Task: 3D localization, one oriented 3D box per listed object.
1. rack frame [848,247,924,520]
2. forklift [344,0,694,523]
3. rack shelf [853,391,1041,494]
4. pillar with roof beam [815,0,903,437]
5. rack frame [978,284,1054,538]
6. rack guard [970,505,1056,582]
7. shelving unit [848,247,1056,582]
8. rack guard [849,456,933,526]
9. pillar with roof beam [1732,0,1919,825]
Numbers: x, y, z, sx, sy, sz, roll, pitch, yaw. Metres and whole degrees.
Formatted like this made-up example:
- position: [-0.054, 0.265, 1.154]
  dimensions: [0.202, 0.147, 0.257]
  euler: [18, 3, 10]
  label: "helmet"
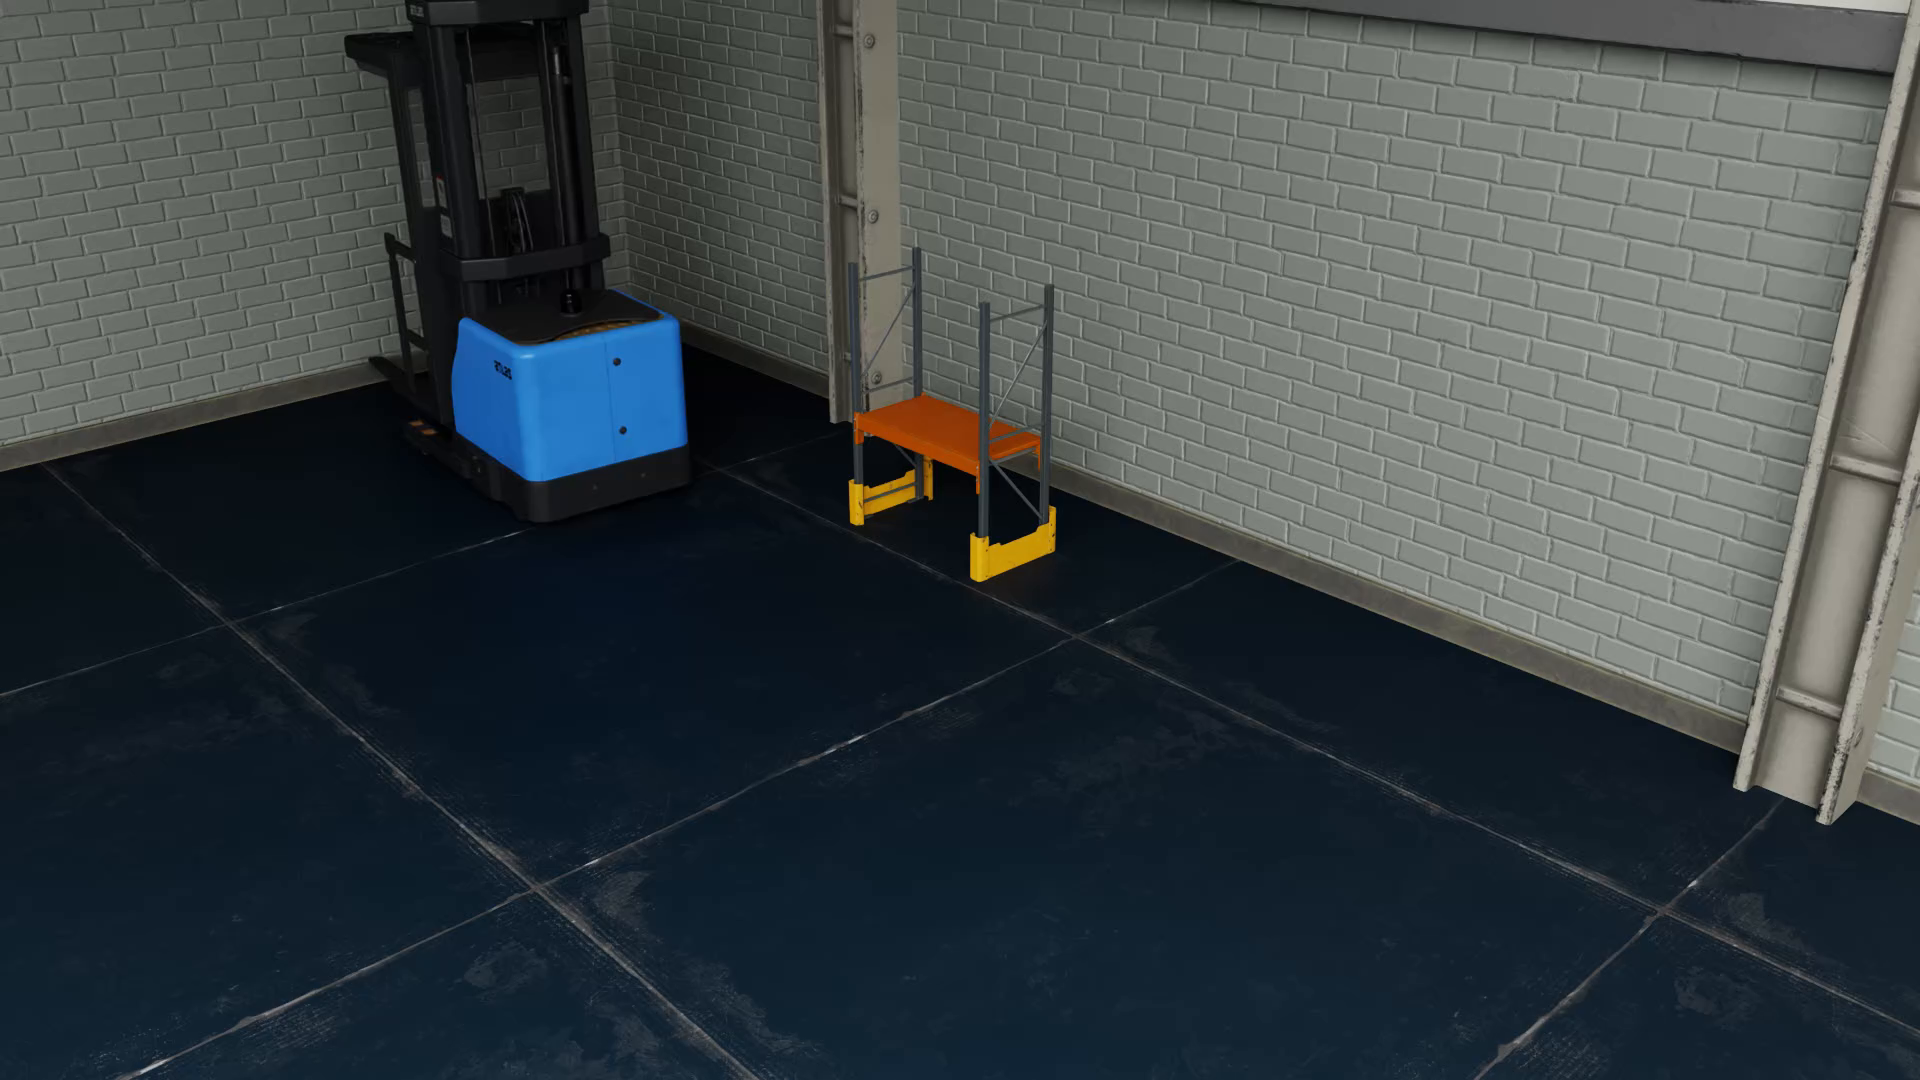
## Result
- position: [-0.406, -0.862, 9.333]
  dimensions: [0.500, 1.500, 0.032]
  euler: [-21, 32, -38]
  label: "rack frame"
- position: [-2.881, -1.976, 10.050]
  dimensions: [1.130, 2.935, 3.031]
  euler: [-18, 30, -34]
  label: "forklift"
- position: [-0.058, -0.545, 9.070]
  dimensions: [0.538, 0.185, 1.000]
  euler: [-21, 32, -38]
  label: "rack shelf"
- position: [-3.756, -3.639, 6.385]
  dimensions: [9.100, 9.000, 0.400]
  euler: [-21, 32, -38]
  label: "pillar with roof beam"
- position: [0.289, -0.554, 8.658]
  dimensions: [0.500, 1.500, 0.032]
  euler: [-21, 32, -38]
  label: "rack frame"
- position: [0.288, 0.014, 8.918]
  dimensions: [0.587, 0.250, 0.087]
  euler: [-21, 32, -38]
  label: "rack guard"
- position: [-0.052, -0.705, 8.989]
  dimensions: [0.587, 1.500, 1.083]
  euler: [-21, 32, -38]
  label: "shelving unit"
- position: [-0.392, -0.288, 9.579]
  dimensions: [0.587, 0.250, 0.087]
  euler: [-21, 32, -38]
  label: "rack guard"
- position: [0.345, -1.821, 2.400]
  dimensions: [9.100, 9.000, 0.400]
  euler: [-21, 32, -38]
  label: "pillar with roof beam"
